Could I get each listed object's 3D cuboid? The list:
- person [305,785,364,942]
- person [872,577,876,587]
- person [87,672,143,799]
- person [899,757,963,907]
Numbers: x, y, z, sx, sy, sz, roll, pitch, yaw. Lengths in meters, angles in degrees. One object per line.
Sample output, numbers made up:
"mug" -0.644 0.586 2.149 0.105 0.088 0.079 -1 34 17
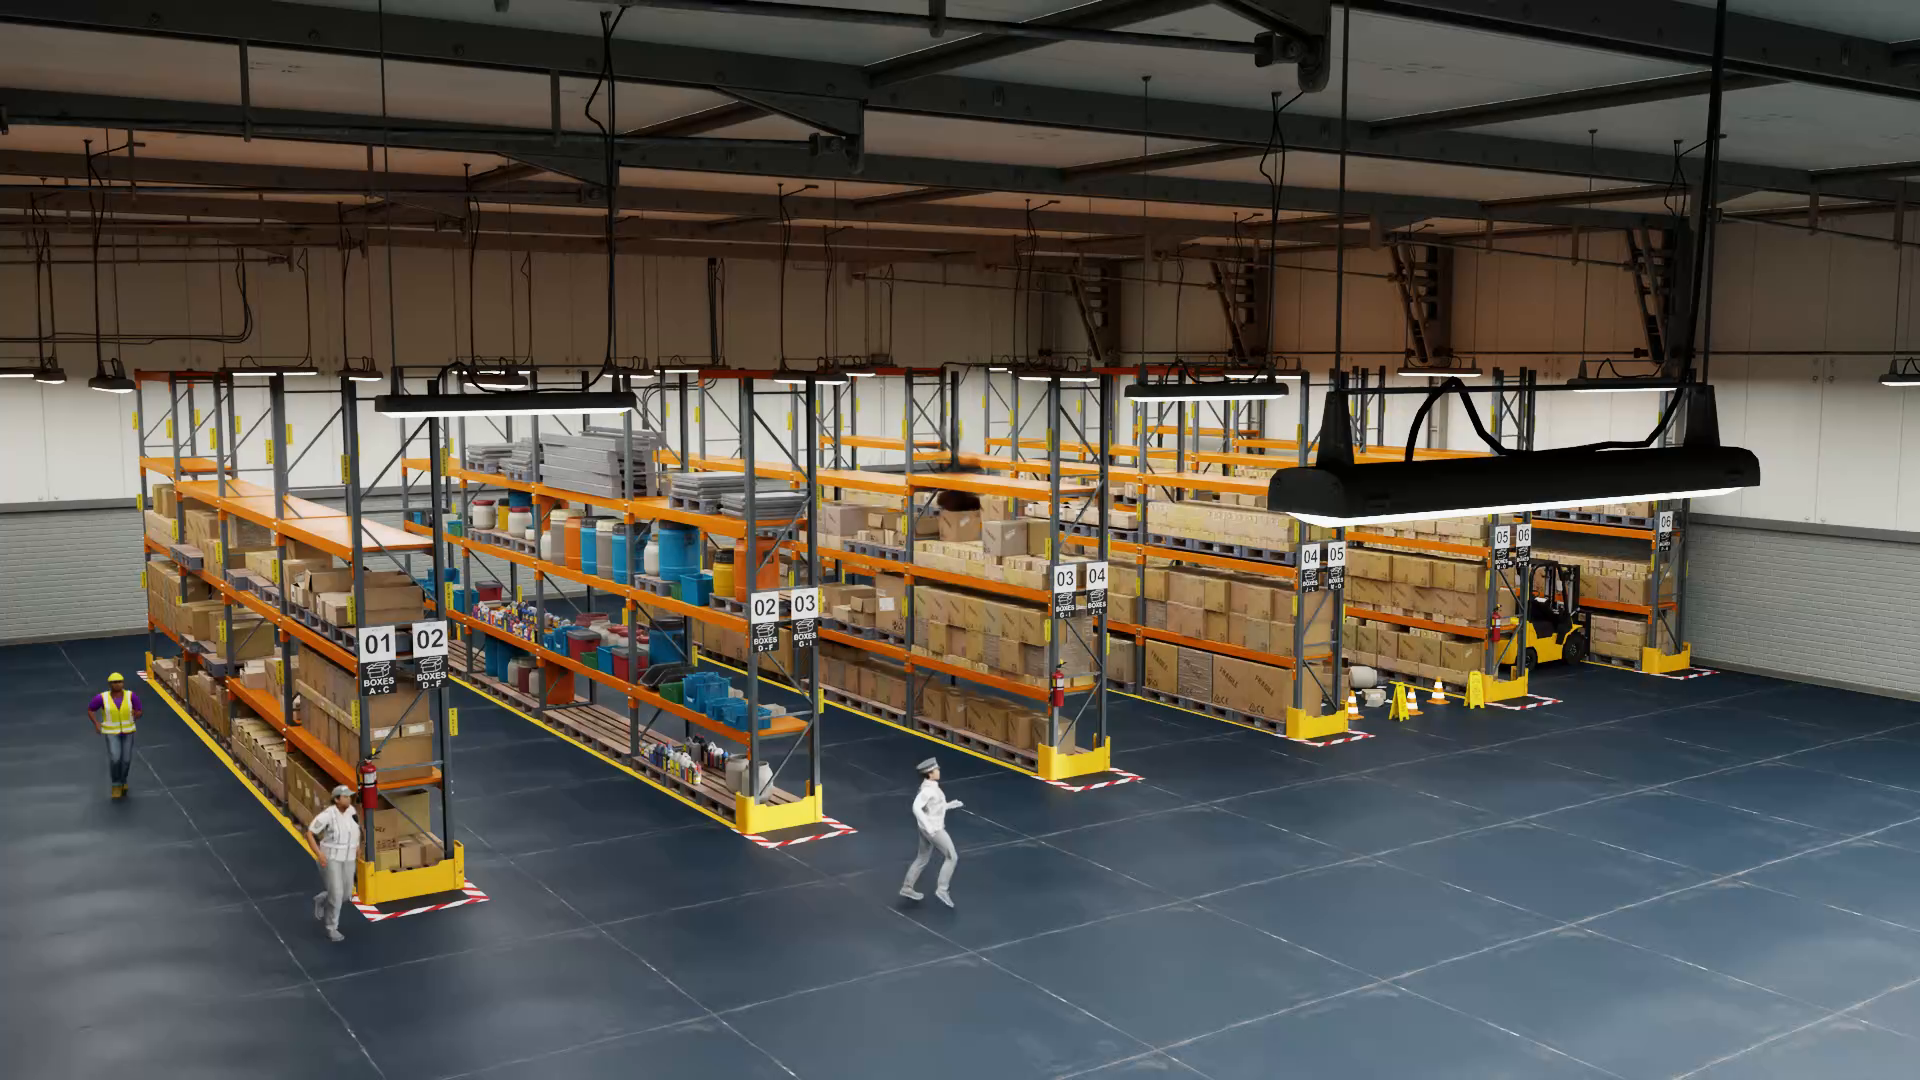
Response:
"person" -6.834 3.491 18.228 0.695 1.622 0.650 4 8 34
"person" -1.980 0.832 41.714 0.762 1.642 0.620 5 8 35
"person" -12.000 2.790 23.732 0.675 1.805 0.689 -5 8 -40
"person" -0.316 3.350 19.049 0.710 1.749 0.576 -1 7 -13
